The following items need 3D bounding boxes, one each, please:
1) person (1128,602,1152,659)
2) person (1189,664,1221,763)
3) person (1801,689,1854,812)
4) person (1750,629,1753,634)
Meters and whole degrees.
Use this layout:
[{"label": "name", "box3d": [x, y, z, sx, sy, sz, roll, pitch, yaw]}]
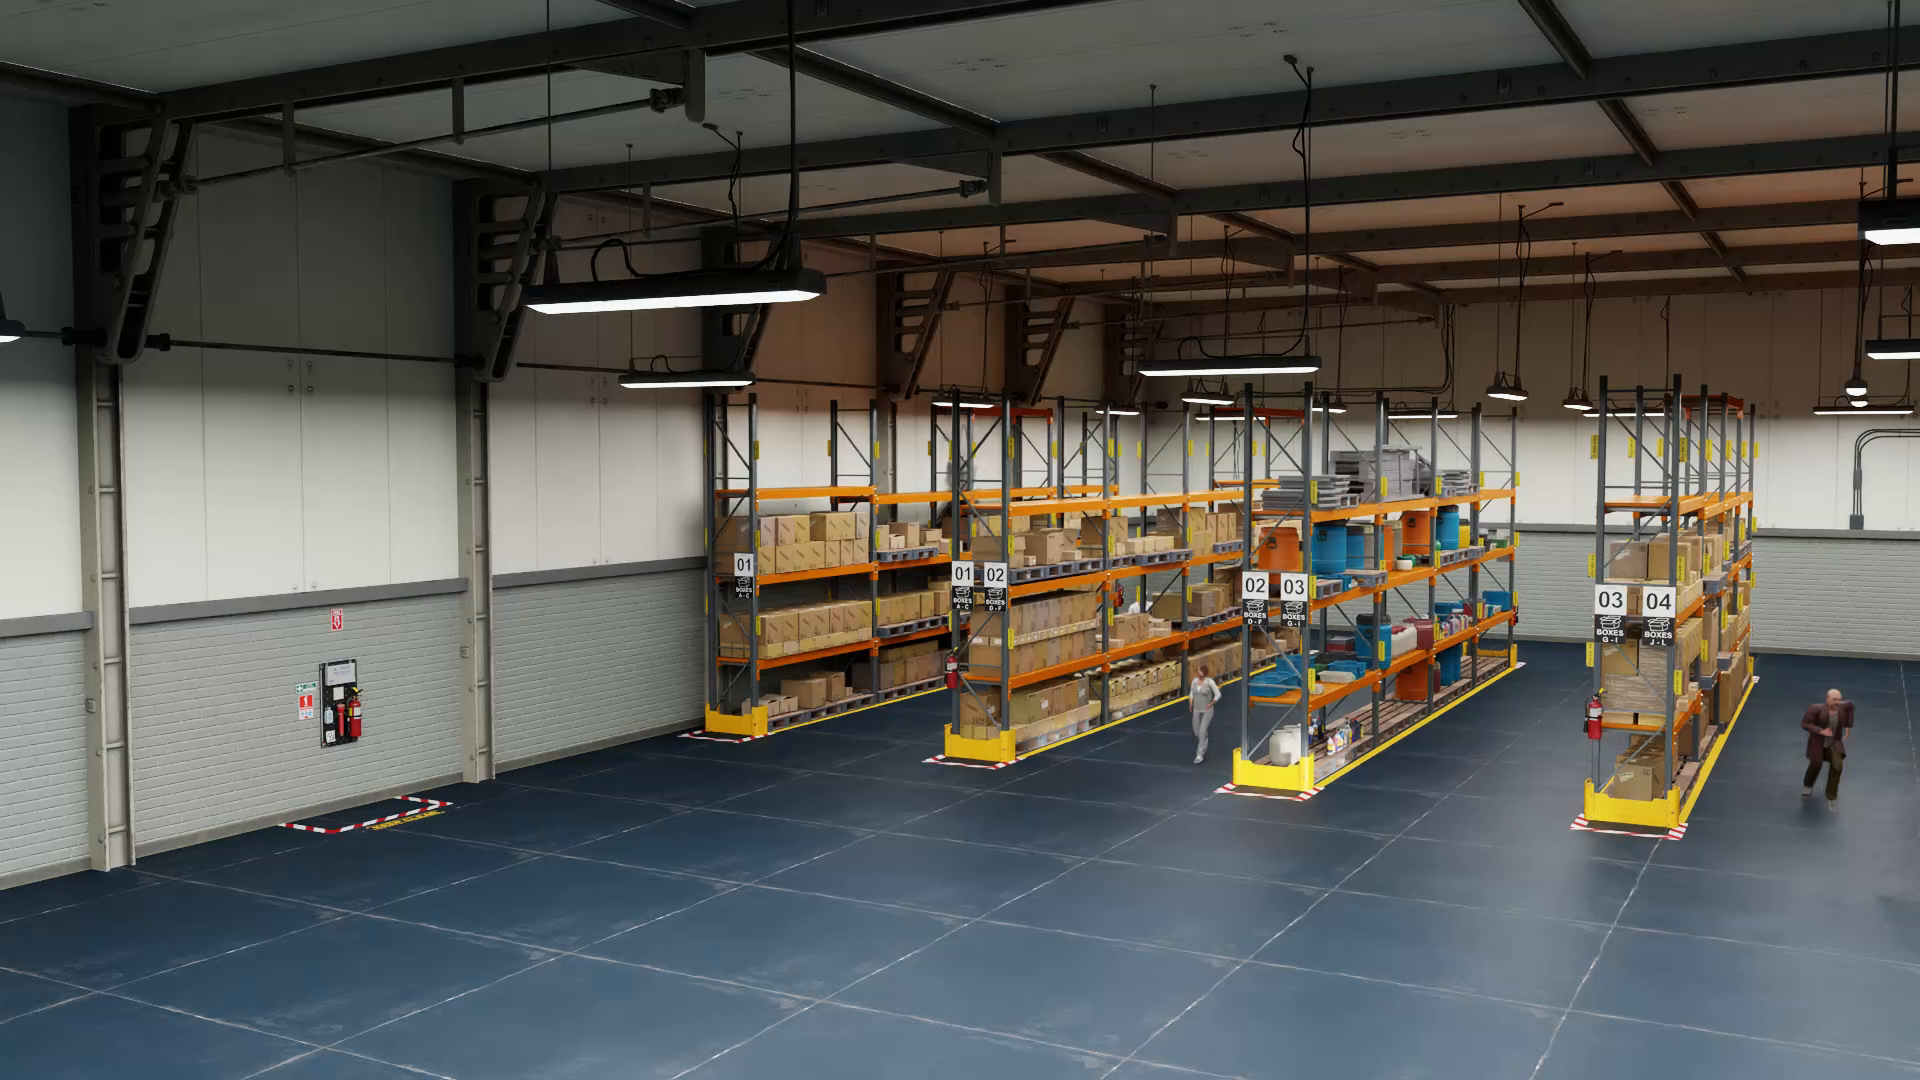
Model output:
[{"label": "person", "box3d": [4.150, 2.031, 38.074, 0.702, 1.754, 0.963, 1, 3, 21]}, {"label": "person", "box3d": [3.962, 2.782, 26.859, 0.541, 1.584, 0.645, 2, 4, 34]}, {"label": "person", "box3d": [12.174, 2.920, 23.440, 0.752, 1.744, 1.068, 0, 3, 7]}, {"label": "person", "box3d": [17.389, 2.184, 37.131, 0.622, 1.662, 0.547, -3, 4, -43]}]
